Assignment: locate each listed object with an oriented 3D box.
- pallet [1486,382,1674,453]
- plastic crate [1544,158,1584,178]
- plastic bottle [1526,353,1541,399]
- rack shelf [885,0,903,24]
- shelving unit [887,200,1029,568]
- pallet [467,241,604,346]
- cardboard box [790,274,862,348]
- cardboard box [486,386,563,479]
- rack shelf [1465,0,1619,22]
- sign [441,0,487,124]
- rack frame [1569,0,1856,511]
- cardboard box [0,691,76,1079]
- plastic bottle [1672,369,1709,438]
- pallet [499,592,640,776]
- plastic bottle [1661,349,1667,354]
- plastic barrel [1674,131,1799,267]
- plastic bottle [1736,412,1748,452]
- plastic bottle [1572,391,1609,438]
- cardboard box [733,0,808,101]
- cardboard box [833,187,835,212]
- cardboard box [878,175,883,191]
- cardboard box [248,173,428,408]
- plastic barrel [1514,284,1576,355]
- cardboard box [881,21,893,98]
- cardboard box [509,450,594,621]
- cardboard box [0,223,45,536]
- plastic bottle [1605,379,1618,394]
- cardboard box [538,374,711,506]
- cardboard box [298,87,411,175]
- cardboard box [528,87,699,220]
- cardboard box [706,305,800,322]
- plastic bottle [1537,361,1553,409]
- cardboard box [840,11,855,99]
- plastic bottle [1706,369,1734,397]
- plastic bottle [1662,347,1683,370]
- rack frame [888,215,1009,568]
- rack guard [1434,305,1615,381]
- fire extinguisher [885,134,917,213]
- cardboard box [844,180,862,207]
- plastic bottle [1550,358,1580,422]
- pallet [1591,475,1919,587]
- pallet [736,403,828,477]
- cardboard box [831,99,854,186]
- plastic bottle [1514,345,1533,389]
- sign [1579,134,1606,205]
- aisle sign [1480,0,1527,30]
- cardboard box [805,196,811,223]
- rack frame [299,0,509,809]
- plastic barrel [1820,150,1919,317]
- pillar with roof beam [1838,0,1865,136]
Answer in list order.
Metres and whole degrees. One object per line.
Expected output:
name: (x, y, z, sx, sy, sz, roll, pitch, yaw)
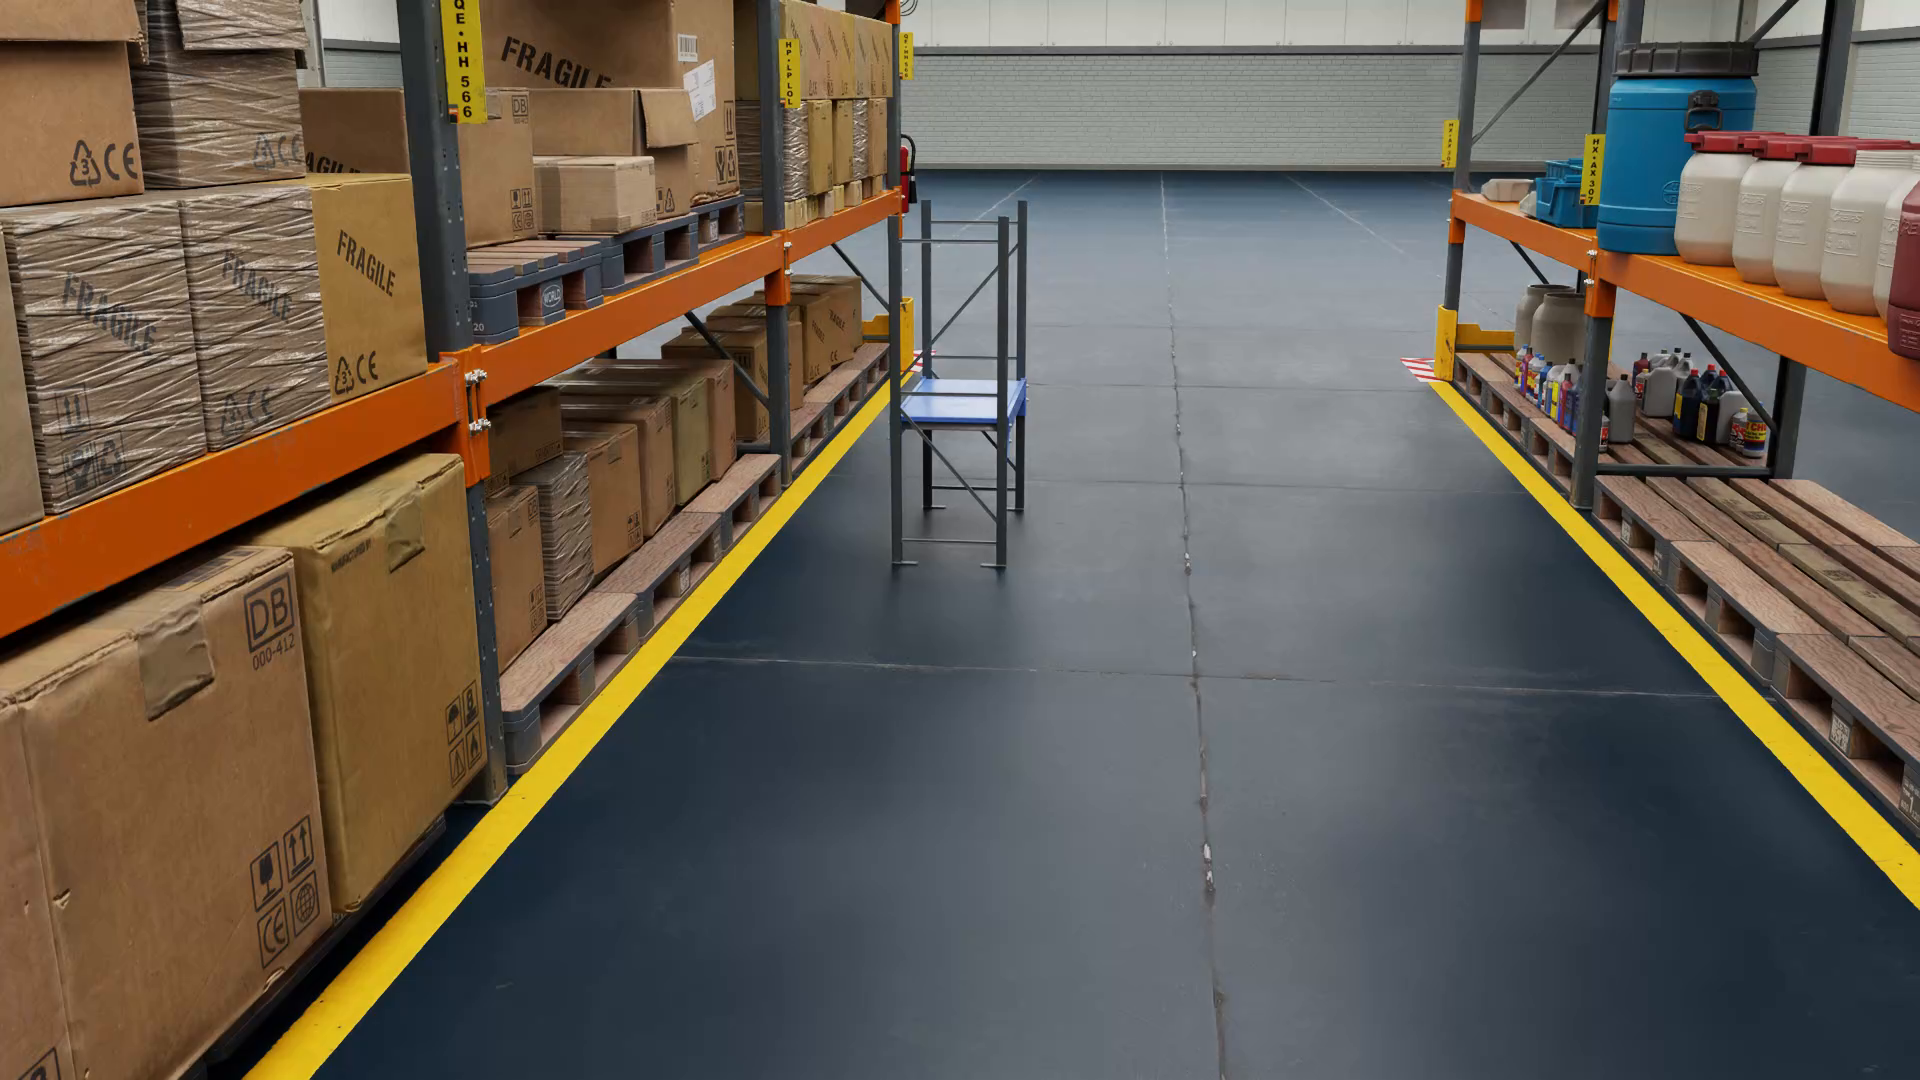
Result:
pallet: (3.788, -0.739, 9.990, 1.003, 0.211, 1.213, 2, 15, 6)
plastic crate: (4.228, -2.422, 11.156, 0.499, 0.251, 0.616, 2, 15, 6)
plastic bottle: (3.434, -0.977, 9.914, 0.097, 0.271, 0.097, 0, 15, 0)
rack shelf: (-1.160, -3.360, 9.973, 1.077, 0.370, 4.000, 2, 15, 6)
shelving unit: (0.010, -0.746, 7.548, 0.538, 1.500, 1.048, 2, 15, 6)
pallet: (-1.862, -0.798, 5.236, 1.213, 0.211, 1.003, 2, 15, 6)
cardboard box: (-1.021, -1.613, 11.863, 0.500, 0.500, 0.500, 5, 16, 17)
cardboard box: (-1.741, -0.383, 5.842, 0.500, 0.250, 0.500, 3, 16, 13)
rack shelf: (3.762, -3.214, 9.433, 1.077, 0.370, 4.000, 2, 15, 6)
sign: (-1.285, -1.246, 4.307, 0.100, 0.325, 0.005, 2, 15, 6)
rack frame: (3.536, -1.595, 7.813, 1.000, 3.000, 0.127, 2, 15, 6)
cardboard box: (-2.136, 0.759, 2.375, 1.225, 0.875, 0.875, 1, 15, 4)
plastic bottle: (3.896, -0.730, 8.846, 0.144, 0.351, 0.185, 2, 15, 6)
pallet: (-1.747, 0.440, 5.629, 1.003, 0.211, 1.213, 2, 15, 6)
plastic bottle: (4.221, -1.013, 10.023, 0.061, 0.283, 0.133, 2, 15, 8)
plastic barrel: (3.210, -1.419, 6.901, 0.433, 0.535, 0.433, 0, 15, 0)
plastic bottle: (4.019, -0.552, 8.476, 0.097, 0.201, 0.097, 0, 15, 0)
plastic bottle: (3.322, -0.704, 8.750, 0.144, 0.351, 0.185, 1, 15, 5)
cardboard box: (-1.082, -2.524, 8.574, 0.500, 0.500, 0.500, 2, 15, 6)
cardboard box: (-0.946, -1.991, 9.760, 0.380, 0.149, 0.250, 2, 15, 6)
cardboard box: (-0.761, -2.577, 11.926, 0.380, 0.149, 0.250, 2, 15, 6)
cardboard box: (-1.646, -0.616, 4.002, 0.500, 0.500, 0.500, 2, 15, 8)
plastic barrel: (3.989, -1.461, 11.280, 0.421, 0.512, 0.421, 0, 15, 0)
cardboard box: (-0.750, -3.303, 11.452, 0.500, 0.500, 0.500, 2, 15, 6)
cardboard box: (-1.731, -0.027, 5.963, 0.700, 0.500, 0.500, 0, 15, 2)
cardboard box: (-1.822, -0.220, 2.538, 0.500, 0.500, 0.500, 2, 15, 7)
plastic bottle: (3.494, -0.720, 8.952, 0.152, 0.276, 0.135, 2, 15, 6)
cardboard box: (-1.549, -0.464, 7.579, 0.700, 0.500, 0.500, 2, 15, 6)
cardboard box: (-1.815, -1.095, 4.970, 0.500, 0.500, 0.500, 0, 15, -1)
cardboard box: (-1.489, -1.541, 6.611, 0.797, 0.503, 0.637, 3, 15, 12)
cardboard box: (-1.251, -1.151, 10.157, 0.500, 0.500, 0.500, 0, 15, 1)
plastic bottle: (3.400, -0.899, 9.624, 0.097, 0.271, 0.097, 0, 15, 0)
cardboard box: (-0.925, -2.914, 10.014, 0.500, 0.500, 0.500, 2, 15, 6)
plastic bottle: (4.039, -0.725, 8.830, 0.144, 0.351, 0.185, 2, 15, 8)
plastic bottle: (4.130, -0.933, 9.597, 0.144, 0.351, 0.185, 2, 15, 9)
rack frame: (-0.048, -0.614, 7.061, 0.500, 1.500, 0.032, 2, 15, 6)
rack guard: (4.026, -1.404, 11.898, 1.175, 0.500, 0.348, 2, 15, 6)
fire extinguisher: (-0.463, -2.757, 12.259, 0.296, 0.674, 0.183, 2, 15, 6)
cardboard box: (-0.826, -2.185, 10.476, 0.380, 0.149, 0.250, 2, 15, 6)
plastic bottle: (3.380, -0.837, 9.244, 0.144, 0.351, 0.185, 2, 15, 6)
pallet: (3.486, -0.044, 7.419, 1.003, 0.211, 1.213, 2, 15, 6)
pallet: (-1.345, -0.570, 9.364, 1.003, 0.211, 1.213, 2, 15, 6)
cardboard box: (-1.128, -2.437, 10.167, 0.875, 0.500, 0.500, 2, 15, 6)
plastic bottle: (3.473, -1.066, 10.243, 0.097, 0.271, 0.097, 0, 15, 0)
sign: (2.991, -1.747, 7.847, 0.100, 0.325, 0.005, 2, 15, 6)
aisle sign: (3.704, -3.914, 11.411, 0.394, 0.787, 0.004, 2, 15, 6)
cardboard box: (-1.020, -1.796, 9.040, 0.380, 0.149, 0.250, 2, 15, 6)
rack frame: (-1.837, -0.703, 4.515, 1.000, 3.000, 0.127, 2, 15, 6)
plastic barrel: (3.036, -0.993, 5.375, 0.421, 0.512, 0.421, 0, 15, 0)
pillar with roof beam: (13.042, -11.381, 32.510, 9.100, 9.000, 0.400, 2, 15, 6)
